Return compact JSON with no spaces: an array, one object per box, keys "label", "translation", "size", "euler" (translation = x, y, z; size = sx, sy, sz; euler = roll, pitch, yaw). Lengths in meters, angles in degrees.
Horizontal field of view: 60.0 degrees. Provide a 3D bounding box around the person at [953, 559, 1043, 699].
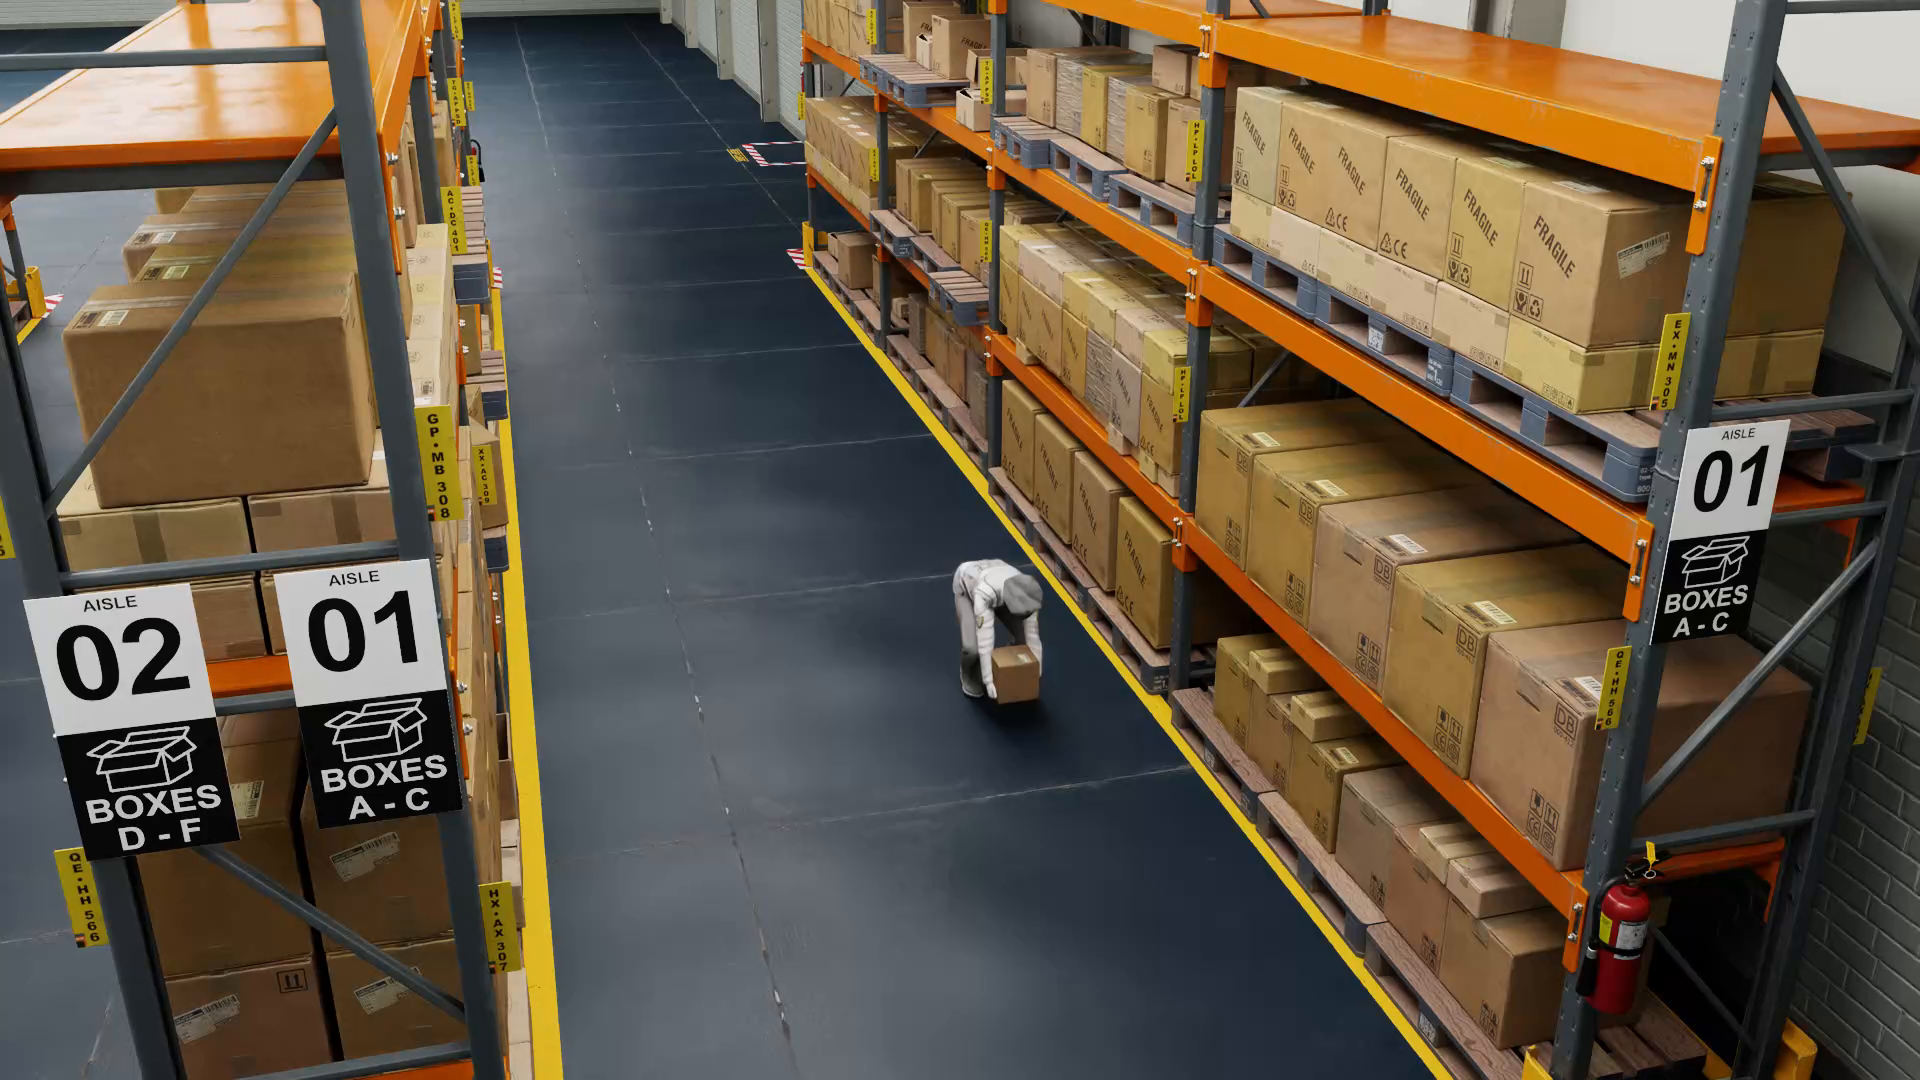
[{"label":"person","translation":[0.246,0.548,10.235],"size":[0.468,0.978,0.903],"euler":[-7,24,-17]}]
